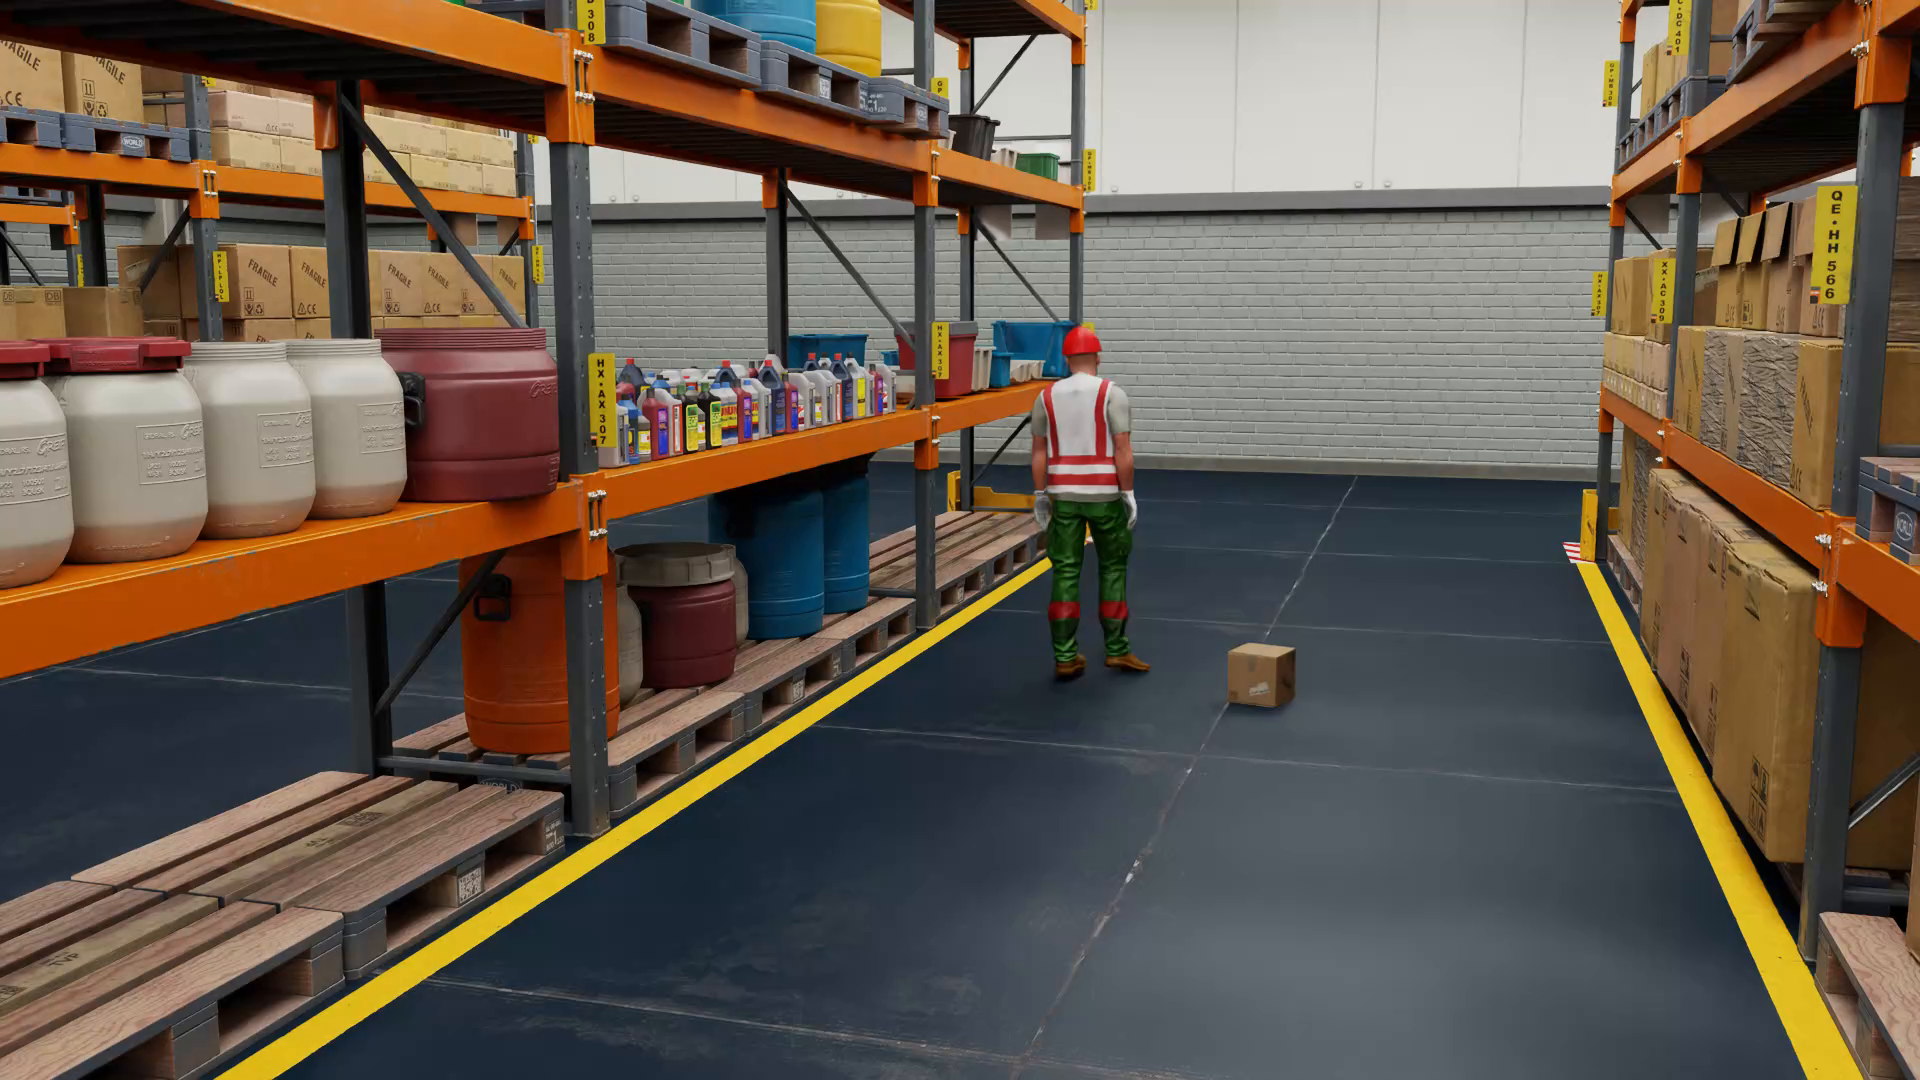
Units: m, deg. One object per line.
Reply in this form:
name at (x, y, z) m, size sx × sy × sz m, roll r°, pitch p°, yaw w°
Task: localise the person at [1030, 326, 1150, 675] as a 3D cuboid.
person at (0.645, -0.177, 8.570) m, size 0.618 × 1.836 × 0.537 m, roll 3°, pitch 9°, yaw 20°
